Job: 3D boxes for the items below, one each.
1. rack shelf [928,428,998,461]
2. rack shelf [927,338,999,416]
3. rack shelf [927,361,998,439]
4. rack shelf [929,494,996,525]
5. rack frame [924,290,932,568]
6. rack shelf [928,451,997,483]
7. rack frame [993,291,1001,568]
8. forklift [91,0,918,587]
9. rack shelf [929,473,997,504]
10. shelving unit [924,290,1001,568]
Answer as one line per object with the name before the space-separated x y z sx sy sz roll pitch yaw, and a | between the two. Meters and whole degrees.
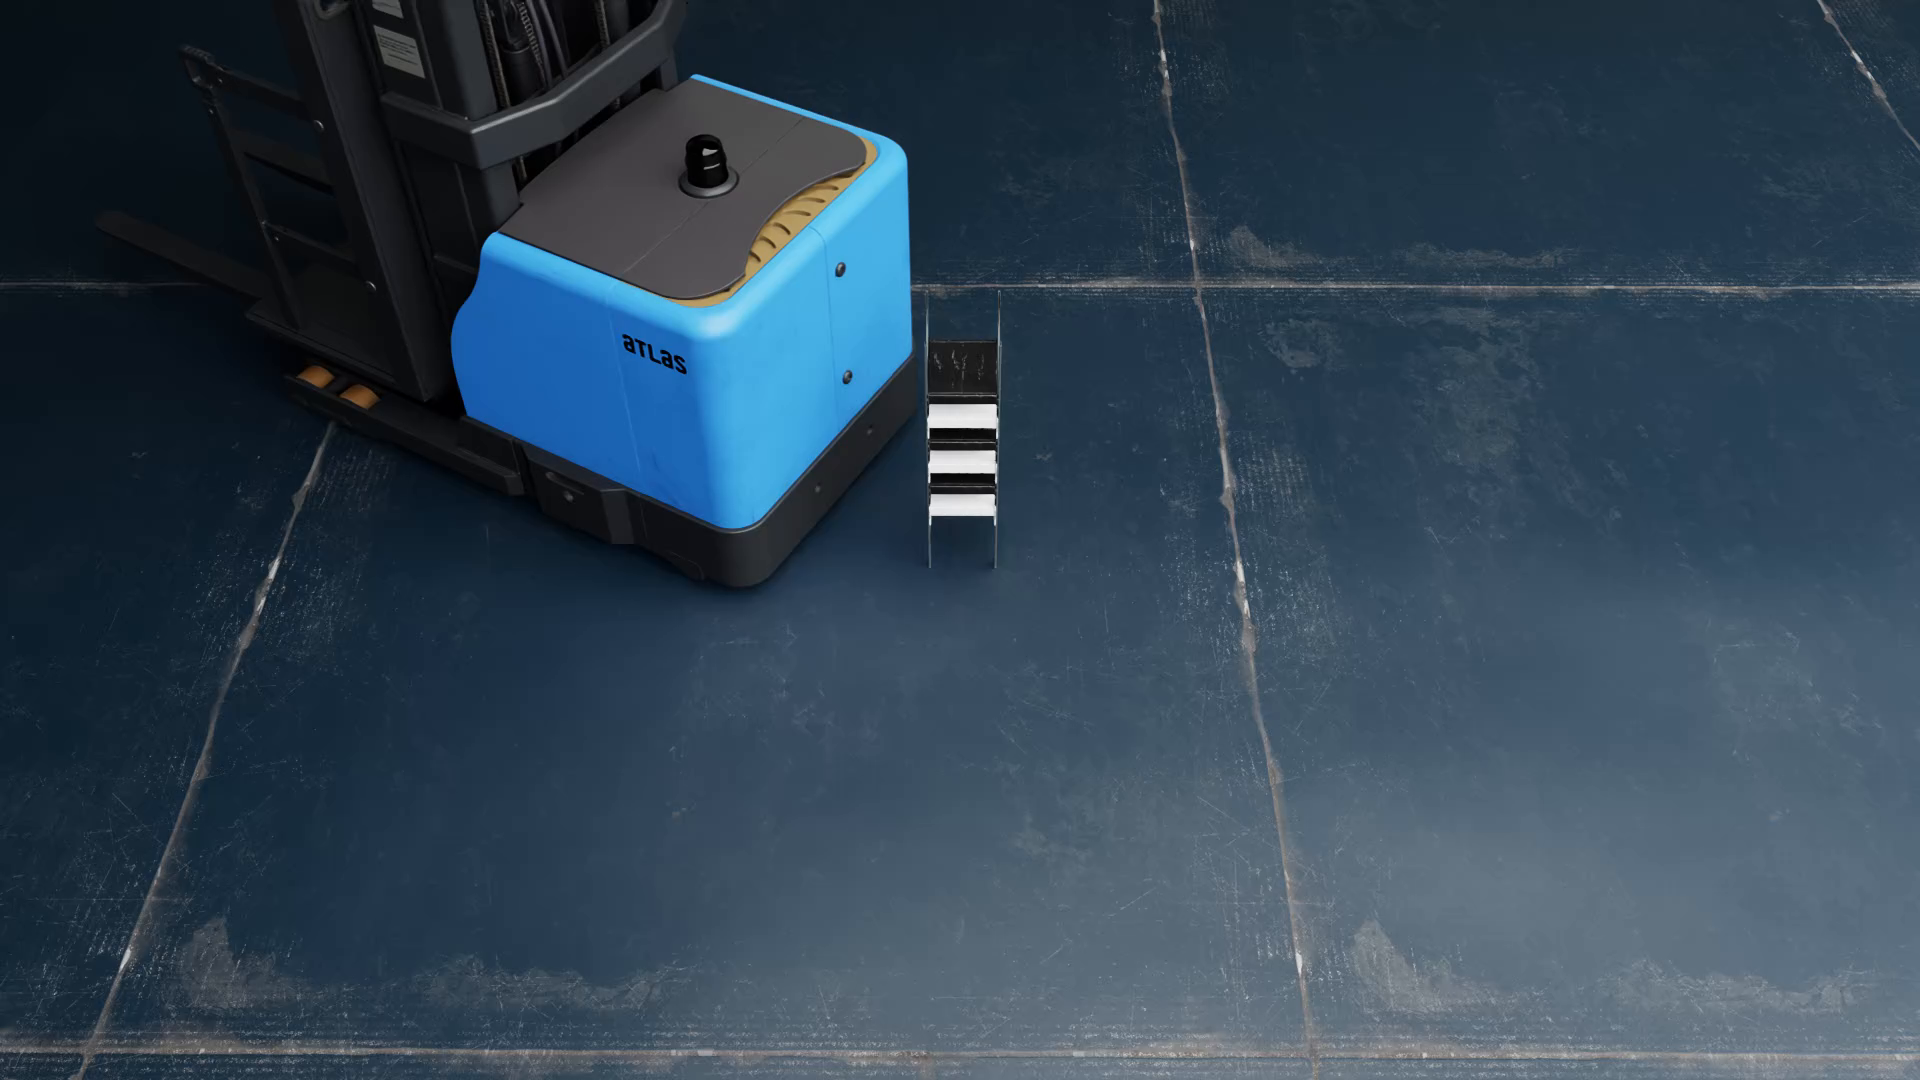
rack shelf | 0.008 -0.345 4.879 0.200 0.077 0.258 0 47 0
rack shelf | 0.008 -0.468 4.747 0.200 0.077 0.258 0 47 0
rack shelf | 0.008 -0.406 4.813 0.200 0.077 0.258 0 47 0
rack shelf | 0.008 -0.161 5.077 0.200 0.077 0.258 0 47 0
rack frame | -0.094 -0.307 4.921 0.006 0.900 0.240 0 47 0
rack shelf | 0.008 -0.284 4.945 0.200 0.077 0.258 0 47 0
rack frame | 0.110 -0.306 4.920 0.006 0.900 0.240 0 47 0
forklift | -1.674 -1.665 4.797 3.031 2.935 1.130 23 51 20
rack shelf | 0.008 -0.223 5.011 0.200 0.077 0.258 0 47 0
shelving unit | 0.008 -0.307 4.921 0.210 0.900 0.258 0 47 0
